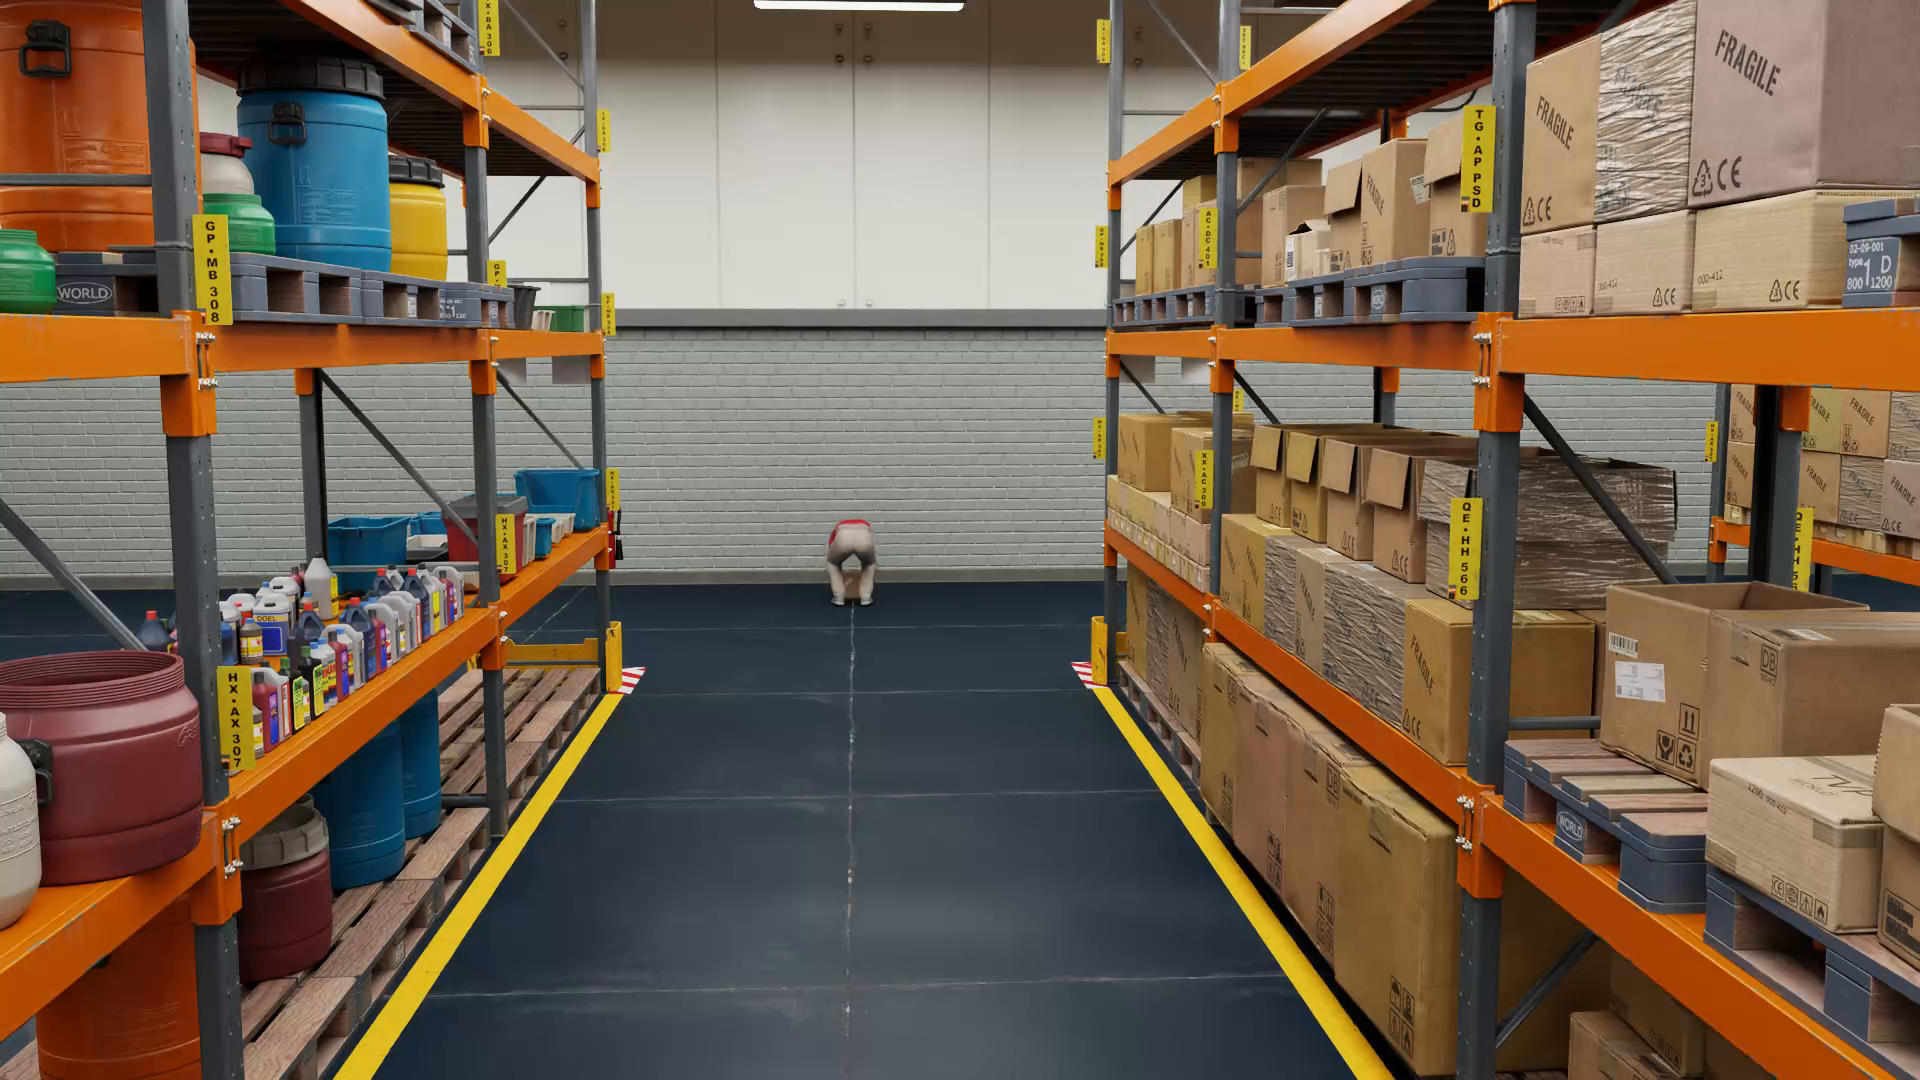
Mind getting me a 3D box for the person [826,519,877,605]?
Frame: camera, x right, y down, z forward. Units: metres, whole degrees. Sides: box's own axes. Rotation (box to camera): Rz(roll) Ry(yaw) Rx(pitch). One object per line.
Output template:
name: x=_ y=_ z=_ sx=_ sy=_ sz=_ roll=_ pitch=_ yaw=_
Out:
person: x=-1.151 y=0.209 z=17.591 sx=0.539 sy=0.894 sz=0.894 roll=-1 pitch=7 yaw=-6
